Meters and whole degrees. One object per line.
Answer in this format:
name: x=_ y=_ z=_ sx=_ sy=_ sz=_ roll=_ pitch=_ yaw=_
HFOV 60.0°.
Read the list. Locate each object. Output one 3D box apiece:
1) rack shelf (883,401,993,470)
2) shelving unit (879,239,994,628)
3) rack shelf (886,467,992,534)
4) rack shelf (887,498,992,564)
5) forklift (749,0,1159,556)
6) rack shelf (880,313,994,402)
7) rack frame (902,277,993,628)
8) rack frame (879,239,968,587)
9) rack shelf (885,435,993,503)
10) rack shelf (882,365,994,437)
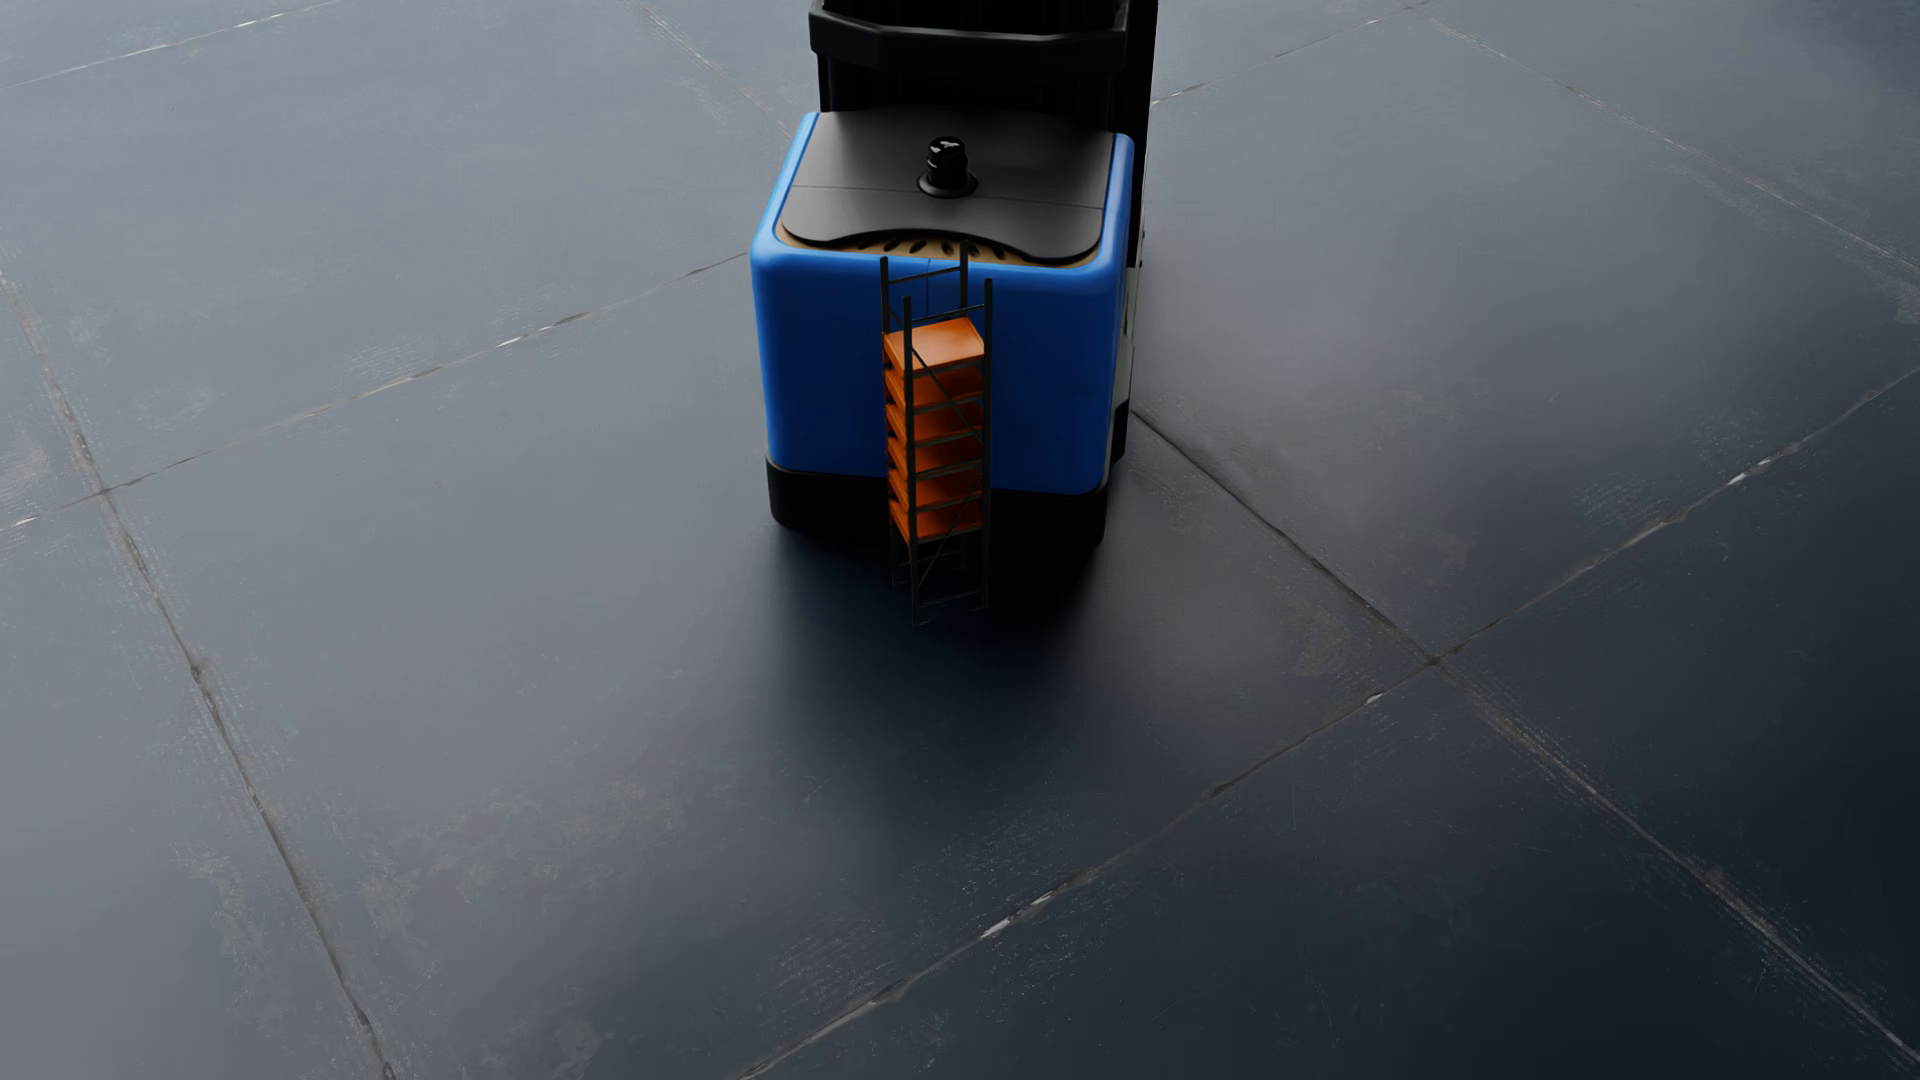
rack shelf: x=-0.061 y=-0.315 z=4.601 sx=0.258 sy=0.103 sz=0.180 roll=-14 pitch=46 yaw=-14
shelving unit: x=-0.061 y=-0.260 z=4.654 sx=0.258 sy=1.200 sz=0.189 roll=-14 pitch=46 yaw=-14
rack shelf: x=-0.061 y=-0.142 z=4.767 sx=0.258 sy=0.103 sz=0.180 roll=-14 pitch=46 yaw=-14
rack shelf: x=-0.061 y=-0.055 z=4.850 sx=0.258 sy=0.103 sz=0.180 roll=-14 pitch=46 yaw=-14
forklift: x=0.114 y=-2.034 z=5.258 sx=1.130 sy=2.935 sz=3.031 roll=5 pitch=44 yaw=6
rack shelf: x=-0.061 y=-0.489 z=4.436 sx=0.258 sy=0.103 sz=0.180 roll=-14 pitch=46 yaw=-14
rack frame: x=-0.029 y=-0.201 z=4.592 sx=0.240 sy=1.200 sz=0.006 roll=-14 pitch=46 yaw=-14
rack frame: x=-0.093 y=-0.320 z=4.716 sx=0.240 sy=1.200 sz=0.006 roll=-14 pitch=46 yaw=-14
rack shelf: x=-0.061 y=-0.228 z=4.684 sx=0.258 sy=0.103 sz=0.180 roll=-14 pitch=46 yaw=-14
rack shelf: x=-0.061 y=-0.402 z=4.519 sx=0.258 sy=0.103 sz=0.180 roll=-14 pitch=46 yaw=-14
